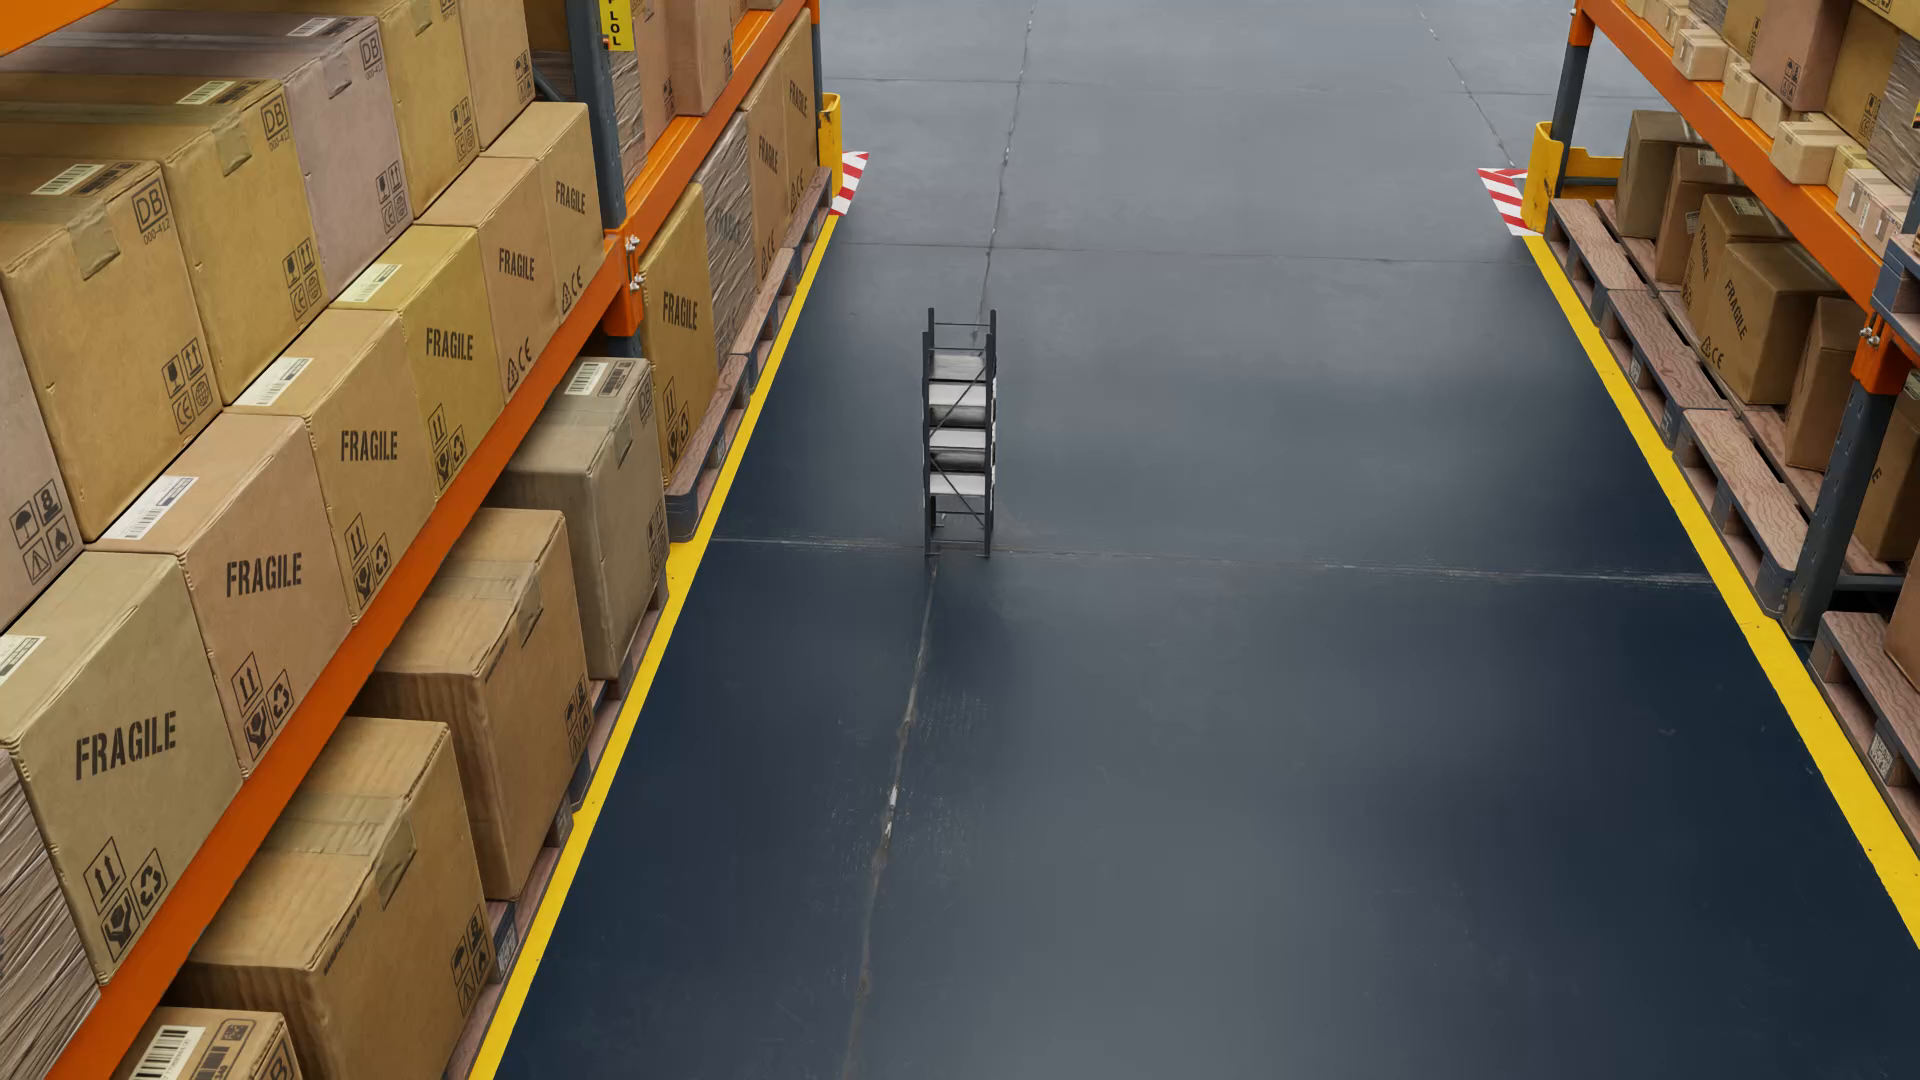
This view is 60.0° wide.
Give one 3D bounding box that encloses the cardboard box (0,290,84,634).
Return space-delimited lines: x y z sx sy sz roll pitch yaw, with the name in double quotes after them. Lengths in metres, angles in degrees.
-1.833 -0.080 2.472 0.700 0.500 0.500 2 32 3 "cardboard box"

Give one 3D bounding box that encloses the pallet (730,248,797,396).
-1.357 -1.051 7.754 1.003 0.211 1.213 2 32 4 "pallet"

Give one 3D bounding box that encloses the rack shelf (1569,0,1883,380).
3.505 -1.679 6.801 1.077 0.370 4.000 2 32 4 "rack shelf"

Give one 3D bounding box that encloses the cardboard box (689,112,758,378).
-1.403 -1.276 7.086 0.875 0.875 0.875 3 32 4 "cardboard box"

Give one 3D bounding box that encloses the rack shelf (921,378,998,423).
-0.001 -0.504 5.930 0.258 0.077 0.200 2 32 4 "rack shelf"

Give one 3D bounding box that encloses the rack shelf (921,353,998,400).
-0.001 -0.580 5.883 0.258 0.077 0.200 2 32 4 "rack shelf"

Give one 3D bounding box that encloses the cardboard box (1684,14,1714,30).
3.312 -2.131 7.089 0.380 0.149 0.250 2 32 4 "cardboard box"

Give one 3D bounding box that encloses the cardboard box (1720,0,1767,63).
3.538 -2.127 6.463 0.875 0.500 0.500 2 32 4 "cardboard box"

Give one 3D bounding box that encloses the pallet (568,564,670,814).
-1.581 0.390 5.416 1.003 0.211 1.213 2 32 4 "pallet"

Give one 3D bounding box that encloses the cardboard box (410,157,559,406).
-1.411 -0.698 4.429 0.500 0.500 0.500 2 32 3 "cardboard box"

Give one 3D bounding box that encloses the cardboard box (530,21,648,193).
-1.575 -1.461 5.619 0.875 0.550 0.550 2 32 4 "cardboard box"

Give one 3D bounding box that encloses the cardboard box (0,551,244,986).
-1.575 0.356 2.718 0.500 0.500 0.500 2 32 4 "cardboard box"

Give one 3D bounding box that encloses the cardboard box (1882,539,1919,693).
3.270 0.258 4.936 0.700 0.500 0.500 0 32 0 "cardboard box"

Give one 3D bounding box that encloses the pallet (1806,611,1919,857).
3.280 0.655 4.986 1.003 0.211 1.213 2 32 4 "pallet"

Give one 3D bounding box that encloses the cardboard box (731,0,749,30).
-1.447 -2.588 7.447 0.875 0.550 0.550 2 32 4 "cardboard box"

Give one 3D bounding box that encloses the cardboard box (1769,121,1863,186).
3.086 -1.351 5.823 0.380 0.149 0.250 2 32 4 "cardboard box"

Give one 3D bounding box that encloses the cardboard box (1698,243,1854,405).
3.426 -0.889 6.816 0.500 0.500 0.500 0 32 0 "cardboard box"

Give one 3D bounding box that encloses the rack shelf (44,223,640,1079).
-1.756 0.148 3.837 1.077 0.370 4.000 2 32 4 "rack shelf"

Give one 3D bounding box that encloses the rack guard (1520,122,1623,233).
3.661 -1.927 8.901 1.175 0.500 0.348 2 32 4 "rack guard"

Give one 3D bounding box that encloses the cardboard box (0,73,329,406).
-1.752 -0.615 3.341 0.700 0.500 0.500 2 32 3 "cardboard box"

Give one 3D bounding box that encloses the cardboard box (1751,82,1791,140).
3.218 -1.609 6.241 0.380 0.149 0.250 2 32 4 "cardboard box"

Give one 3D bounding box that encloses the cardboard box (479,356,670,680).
-1.554 -0.097 5.292 1.050 0.750 0.750 2 32 4 "cardboard box"

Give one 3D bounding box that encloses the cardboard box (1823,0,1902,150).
3.516 -1.601 5.610 0.875 0.500 0.500 2 32 4 "cardboard box"

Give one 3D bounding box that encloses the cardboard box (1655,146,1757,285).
3.586 -1.506 7.817 0.500 0.500 0.500 11 33 17 "cardboard box"

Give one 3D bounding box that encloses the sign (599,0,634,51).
-1.052 -1.645 5.032 0.100 0.325 0.005 2 32 4 "sign"

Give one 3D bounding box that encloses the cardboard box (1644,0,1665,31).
3.332 -2.394 7.514 0.380 0.149 0.250 2 32 4 "cardboard box"

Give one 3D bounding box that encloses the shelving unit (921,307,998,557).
-0.001 -0.379 6.007 0.258 0.900 0.210 2 32 4 "shelving unit"

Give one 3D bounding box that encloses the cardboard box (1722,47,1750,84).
3.300 -1.869 6.662 0.380 0.149 0.250 2 32 4 "cardboard box"

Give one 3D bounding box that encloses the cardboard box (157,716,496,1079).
-1.712 0.895 3.683 1.050 0.750 0.750 3 32 5 "cardboard box"

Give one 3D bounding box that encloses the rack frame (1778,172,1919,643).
3.342 -0.939 4.915 1.000 3.000 0.127 2 32 4 "rack frame"

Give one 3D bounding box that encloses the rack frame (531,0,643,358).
-1.593 -1.204 5.345 1.000 3.000 0.127 2 32 4 "rack frame"

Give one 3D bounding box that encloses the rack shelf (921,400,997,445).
-0.001 -0.427 5.977 0.258 0.077 0.200 2 32 4 "rack shelf"

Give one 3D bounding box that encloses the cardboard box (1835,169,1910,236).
3.096 -1.088 5.395 0.380 0.149 0.250 2 32 4 "cardboard box"

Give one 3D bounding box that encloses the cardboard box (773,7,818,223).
-1.257 -2.213 8.606 0.875 0.875 0.875 3 32 4 "cardboard box"

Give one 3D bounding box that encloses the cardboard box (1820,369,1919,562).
3.414 -0.261 5.797 0.500 0.500 0.500 2 32 2 "cardboard box"

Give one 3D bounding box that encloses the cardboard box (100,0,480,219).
-1.668 -1.143 4.198 0.700 0.500 0.500 2 32 3 "cardboard box"

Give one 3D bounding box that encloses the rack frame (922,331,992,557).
-0.009 -0.326 5.921 0.240 0.900 0.006 2 32 4 "rack frame"

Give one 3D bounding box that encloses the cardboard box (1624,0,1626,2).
3.367 -2.655 7.939 0.380 0.149 0.250 2 32 4 "cardboard box"

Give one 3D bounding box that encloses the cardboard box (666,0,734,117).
-1.392 -2.027 6.538 0.875 0.550 0.550 2 32 4 "cardboard box"

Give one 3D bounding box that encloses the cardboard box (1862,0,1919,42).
3.104 -1.781 4.950 0.500 0.500 0.500 2 32 4 "cardboard box"

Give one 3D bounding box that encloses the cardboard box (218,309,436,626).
-1.491 -0.168 3.569 0.500 0.500 0.500 2 32 3 "cardboard box"

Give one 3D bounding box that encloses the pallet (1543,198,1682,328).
3.560 -1.381 8.289 1.003 0.211 1.213 2 32 4 "pallet"

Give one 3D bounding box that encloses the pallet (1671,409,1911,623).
3.361 -0.105 6.219 1.003 0.211 1.213 2 32 4 "pallet"

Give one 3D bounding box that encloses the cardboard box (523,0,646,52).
-1.529 -1.919 5.333 0.875 0.550 0.550 2 32 4 "cardboard box"
